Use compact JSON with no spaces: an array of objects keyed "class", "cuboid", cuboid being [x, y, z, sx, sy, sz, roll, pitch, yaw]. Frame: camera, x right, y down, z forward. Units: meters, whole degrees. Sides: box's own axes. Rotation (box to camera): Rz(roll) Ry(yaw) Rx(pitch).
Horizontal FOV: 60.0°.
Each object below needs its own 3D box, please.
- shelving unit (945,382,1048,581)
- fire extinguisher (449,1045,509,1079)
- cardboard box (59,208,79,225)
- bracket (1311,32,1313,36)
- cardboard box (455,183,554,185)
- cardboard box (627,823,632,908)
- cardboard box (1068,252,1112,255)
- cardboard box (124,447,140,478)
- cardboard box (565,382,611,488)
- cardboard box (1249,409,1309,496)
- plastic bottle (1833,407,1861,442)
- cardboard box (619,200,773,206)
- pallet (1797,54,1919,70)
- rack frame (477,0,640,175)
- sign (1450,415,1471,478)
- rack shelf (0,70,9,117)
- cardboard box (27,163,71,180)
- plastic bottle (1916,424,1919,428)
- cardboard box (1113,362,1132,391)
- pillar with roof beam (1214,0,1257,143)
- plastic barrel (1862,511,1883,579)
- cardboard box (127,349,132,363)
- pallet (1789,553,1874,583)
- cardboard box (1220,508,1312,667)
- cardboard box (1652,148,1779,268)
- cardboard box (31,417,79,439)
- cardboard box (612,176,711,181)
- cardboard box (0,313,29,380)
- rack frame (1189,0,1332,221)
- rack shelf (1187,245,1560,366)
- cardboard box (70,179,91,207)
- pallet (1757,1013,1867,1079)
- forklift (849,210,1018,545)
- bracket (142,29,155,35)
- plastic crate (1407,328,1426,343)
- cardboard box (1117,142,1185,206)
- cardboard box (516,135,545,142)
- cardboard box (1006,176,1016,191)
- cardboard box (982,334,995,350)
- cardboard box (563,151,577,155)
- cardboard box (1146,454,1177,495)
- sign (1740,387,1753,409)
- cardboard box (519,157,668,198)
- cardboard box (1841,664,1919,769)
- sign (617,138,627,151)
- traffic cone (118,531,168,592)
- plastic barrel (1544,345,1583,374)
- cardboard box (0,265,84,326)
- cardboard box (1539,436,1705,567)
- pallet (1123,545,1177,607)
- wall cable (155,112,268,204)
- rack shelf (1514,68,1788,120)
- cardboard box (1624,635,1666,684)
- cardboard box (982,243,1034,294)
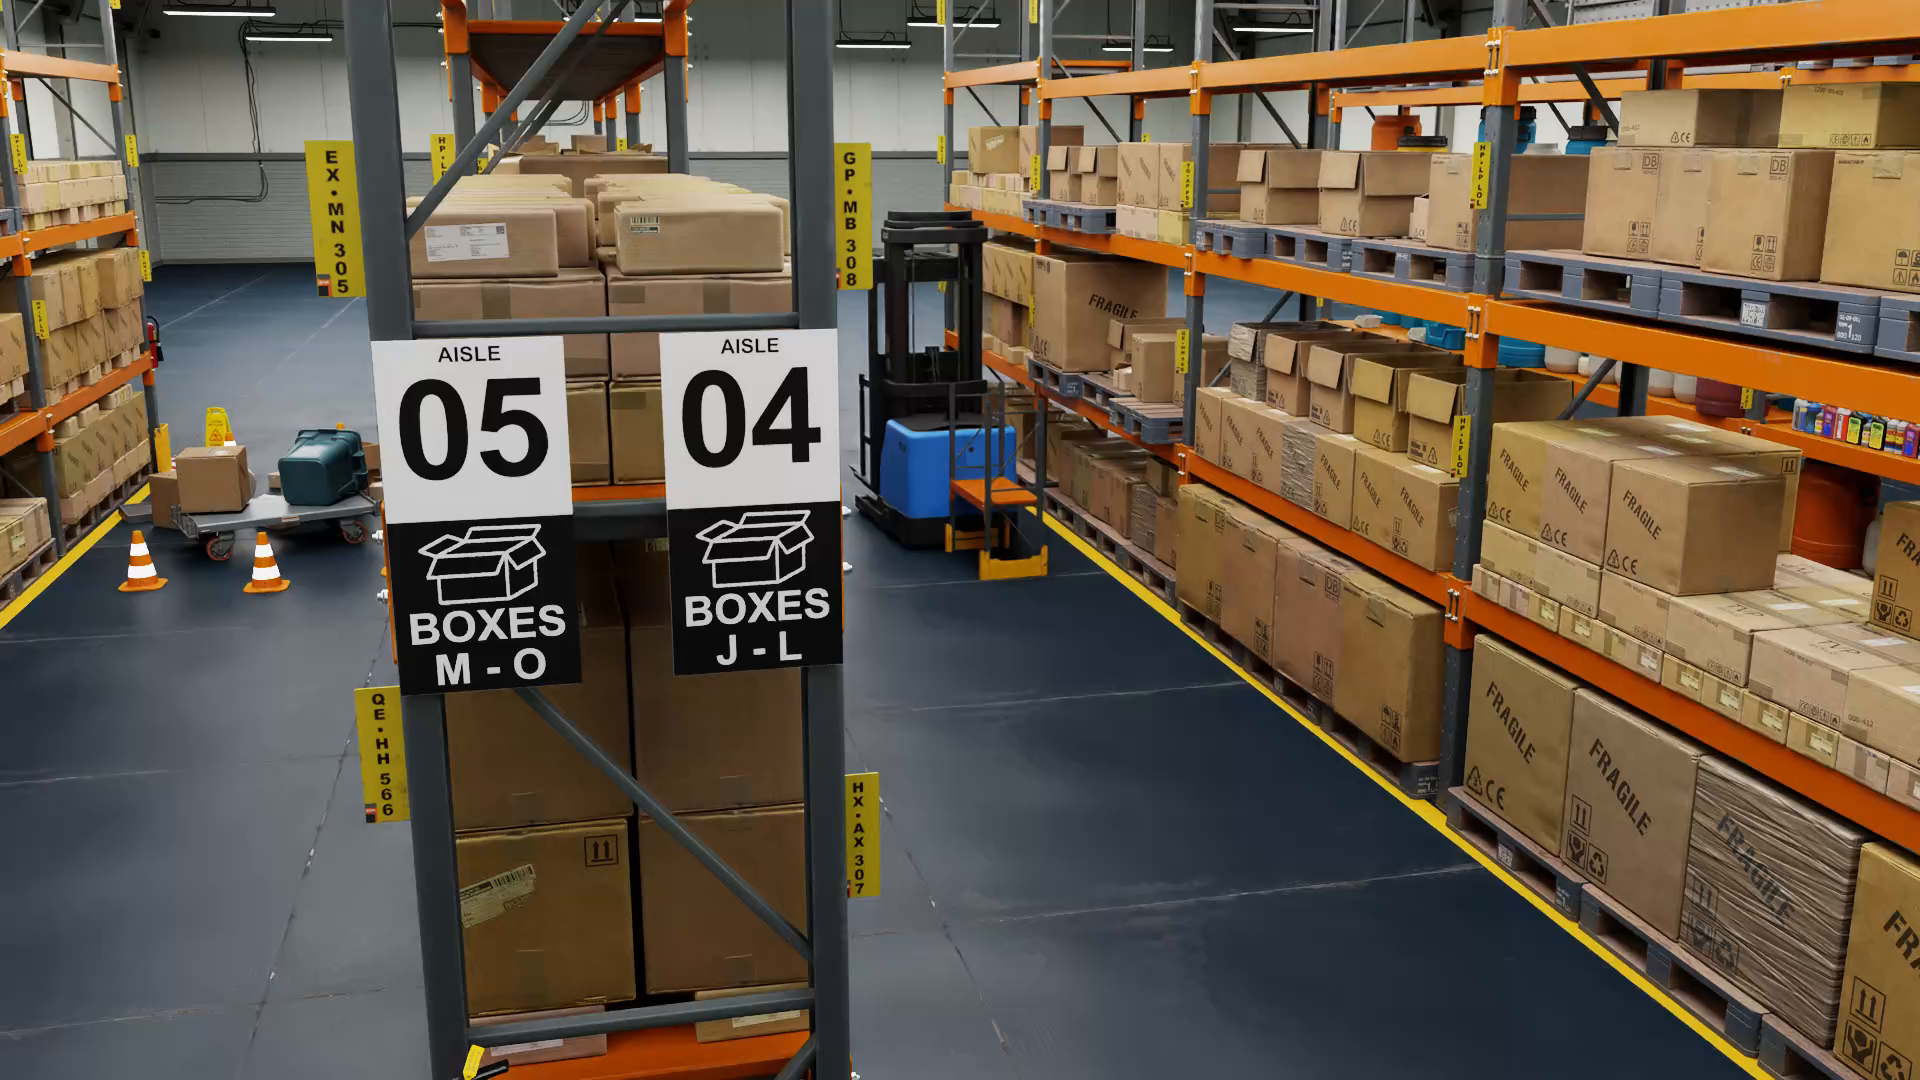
[{"class":"shelving unit","cuboid":[0.303,-0.527,14.249,0.587,1.500,1.083,-4,14,-17]},{"class":"fire extinguisher","cuboid":[-1.165,1.485,3.800,0.296,0.674,0.183,-3,14,-13]},{"class":"cardboard box","cuboid":[-8.434,-3.010,15.457,0.380,0.149,0.250,-4,14,-14]},{"class":"bracket","cuboid":[9.682,-13.752,44.994,0.235,0.232,0.430,-3,14,-13]},{"class":"cardboard box","cuboid":[-1.620,-1.175,5.840,0.380,0.149,0.250,-3,14,-10]},{"class":"cardboard box","cuboid":[-1.247,0.781,4.896,0.500,0.500,0.500,-4,14,-14]},{"class":"cardboard box","cuboid":[1.392,-2.636,16.774,0.500,0.500,0.500,-3,14,-13]},{"class":"cardboard box","cuboid":[-8.756,-0.786,17.057,0.500,0.250,0.500,-3,14,-13]},{"class":"cardboard box","cuboid":[-1.140,-0.292,4.121,0.500,0.250,0.500,-4,14,-14]},{"class":"cardboard box","cuboid":[2.287,-0.601,11.178,0.500,0.500,0.500,-4,14,-14]},{"class":"plastic bottle","cuboid":[6.901,-0.907,12.905,0.152,0.276,0.135,-3,14,-13]},{"class":"cardboard box","cuboid":[-0.673,-0.786,4.247,0.380,0.149,0.250,-3,14,-11]},{"class":"pallet","cuboid":[7.144,-3.652,12.480,1.213,0.211,1.003,-3,14,-13]},{"class":"rack frame","cuboid":[-2.655,-3.577,10.932,1.000,3.000,0.127,-3,14,-13]},{"class":"sign","cuboid":[2.605,-0.485,8.642,0.100,0.325,0.005,-3,14,-13]},{"class":"rack shelf","cuboid":[-7.912,-3.196,11.728,1.077,0.370,4.000,-3,14,-13]},{"class":"cardboard box","cuboid":[-8.584,-3.454,15.596,0.380,0.149,0.250,-3,14,-12]},{"class":"plastic bottle","cuboid":[7.601,-0.923,13.126,0.097,0.201,0.097,0,14,0]},{"class":"cardboard box","cuboid":[1.536,-1.425,14.159,0.396,0.266,0.258,-4,14,-15]},{"class":"pillar with roof beam","cuboid":[4.531,-13.072,49.794,9.100,9.000,0.548,-3,14,-13]},{"class":"plastic barrel","cuboid":[7.356,0.049,13.084,0.421,0.512,0.421,0,14,0]},{"class":"cardboard box","cuboid":[-8.819,-1.900,17.238,0.380,0.149,0.250,-4,14,-14]},{"class":"pallet","cuboid":[7.230,0.342,13.406,1.003,0.211,1.213,-3,14,-13]},{"class":"cardboard box","cuboid":[2.534,0.278,11.382,1.225,0.875,0.875,-3,14,-13]},{"class":"cardboard box","cuboid":[3.494,-1.450,7.239,0.700,0.500,0.500,-3,14,-10]},{"class":"cardboard box","cuboid":[-8.229,-1.018,15.057,0.380,0.149,0.250,-3,14,-12]},{"class":"cardboard box","cuboid":[-1.206,-1.390,6.721,0.380,0.149,0.250,-3,14,-13]},{"class":"cardboard box","cuboid":[-8.050,-1.590,13.715,0.500,0.500,0.500,-4,14,-14]},{"class":"rack frame","cuboid":[2.190,-3.831,11.968,1.000,3.000,0.127,-3,14,-13]},{"class":"rack shelf","cuboid":[2.660,-1.563,10.521,1.077,0.370,4.000,-3,14,-13]},{"class":"cardboard box","cuboid":[-8.575,-3.283,15.737,0.500,0.250,0.500,-3,14,-13]},{"class":"pallet","cuboid":[3.805,2.104,6.194,1.003,0.211,1.213,-3,14,-13]},{"class":"forklift","cuboid":[-0.399,-1.684,15.965,1.130,2.935,3.031,-4,14,-17]},{"class":"bracket","cuboid":[-22.074,-13.831,45.316,0.076,0.066,3.189,-3,14,-13]},{"class":"plastic crate","cuboid":[5.438,-2.347,19.094,0.530,0.136,0.437,-3,14,-13]},{"class":"cardboard box","cuboid":[1.603,-2.994,13.599,0.500,0.500,0.500,-3,14,-12]},{"class":"cardboard box","cuboid":[-3.990,-3.627,15.211,0.380,0.149,0.250,-3,14,-14]},{"class":"cardboard box","cuboid":[0.687,-3.658,17.058,0.380,0.149,0.250,-4,14,-15]},{"class":"cardboard box","cuboid":[0.405,-2.209,18.502,0.380,0.149,0.250,-3,14,-13]},{"class":"cardboard box","cuboid":[-3.437,-3.496,15.511,0.500,0.250,0.500,-3,14,-13]},{"class":"cardboard box","cuboid":[1.869,-0.555,13.960,0.500,0.250,0.500,-2,14,-7]},{"class":"sign","cuboid":[6.472,-1.239,13.658,0.100,0.325,0.005,-3,14,-13]},{"class":"cardboard box","cuboid":[-1.697,-1.544,7.832,0.700,0.500,0.500,-3,14,-13]},{"class":"cardboard box","cuboid":[3.579,0.644,5.985,0.500,0.250,0.500,-4,14,-14]},{"class":"sign","cuboid":[-3.069,-3.479,15.099,0.100,0.325,0.005,-3,14,-13]},{"class":"traffic cone","cuboid":[-6.730,0.154,13.646,0.336,0.463,0.334,-3,14,-13]},{"class":"plastic barrel","cuboid":[6.077,-1.948,16.617,0.433,0.535,0.433,0,14,0]},{"class":"cardboard box","cuboid":[-8.373,-2.198,14.982,0.700,0.500,0.500,-3,14,-13]},{"class":"cardboard box","cuboid":[3.102,-0.191,7.819,0.500,0.500,0.500,-3,14,-13]},{"class":"pallet","cuboid":[2.008,0.258,13.749,1.003,0.211,1.213,-3,14,-13]},{"class":"wall cable","cuboid":[-21.310,-10.801,47.042,3.097,2.526,0.112,-3,14,-13]},{"class":"rack shelf","cuboid":[6.535,-4.024,15.119,1.077,0.370,4.000,-3,14,-13]},{"class":"cardboard box","cuboid":[3.181,0.514,7.354,0.380,0.149,0.250,-3,14,-13]},{"class":"cardboard box","cuboid":[0.528,-2.952,18.070,0.500,0.500,0.500,-3,14,-13]}]
